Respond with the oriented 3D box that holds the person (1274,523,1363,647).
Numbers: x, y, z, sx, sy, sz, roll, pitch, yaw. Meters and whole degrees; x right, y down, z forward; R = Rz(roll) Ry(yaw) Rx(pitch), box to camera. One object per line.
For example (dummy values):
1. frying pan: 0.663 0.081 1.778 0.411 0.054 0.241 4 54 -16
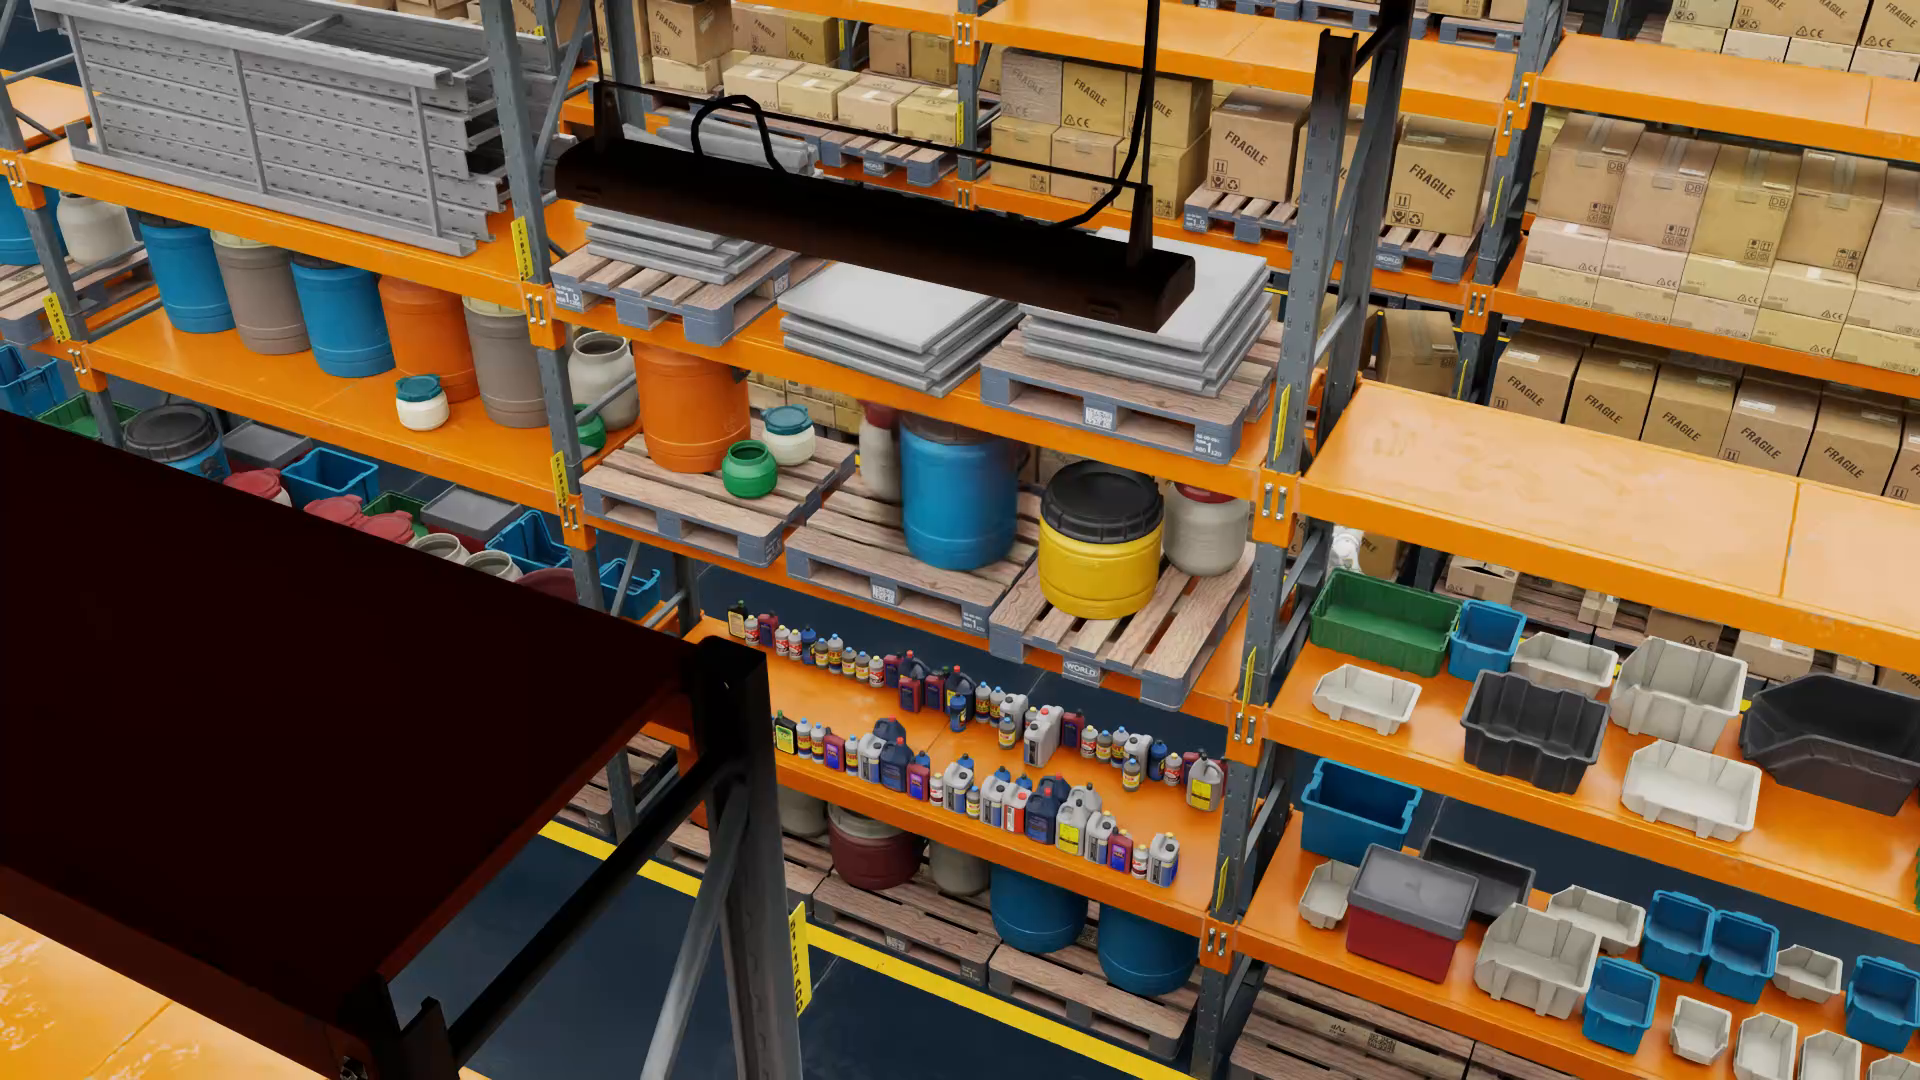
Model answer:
1. person: 2.643 0.232 11.802 1.041 1.454 0.481 19 39 24
